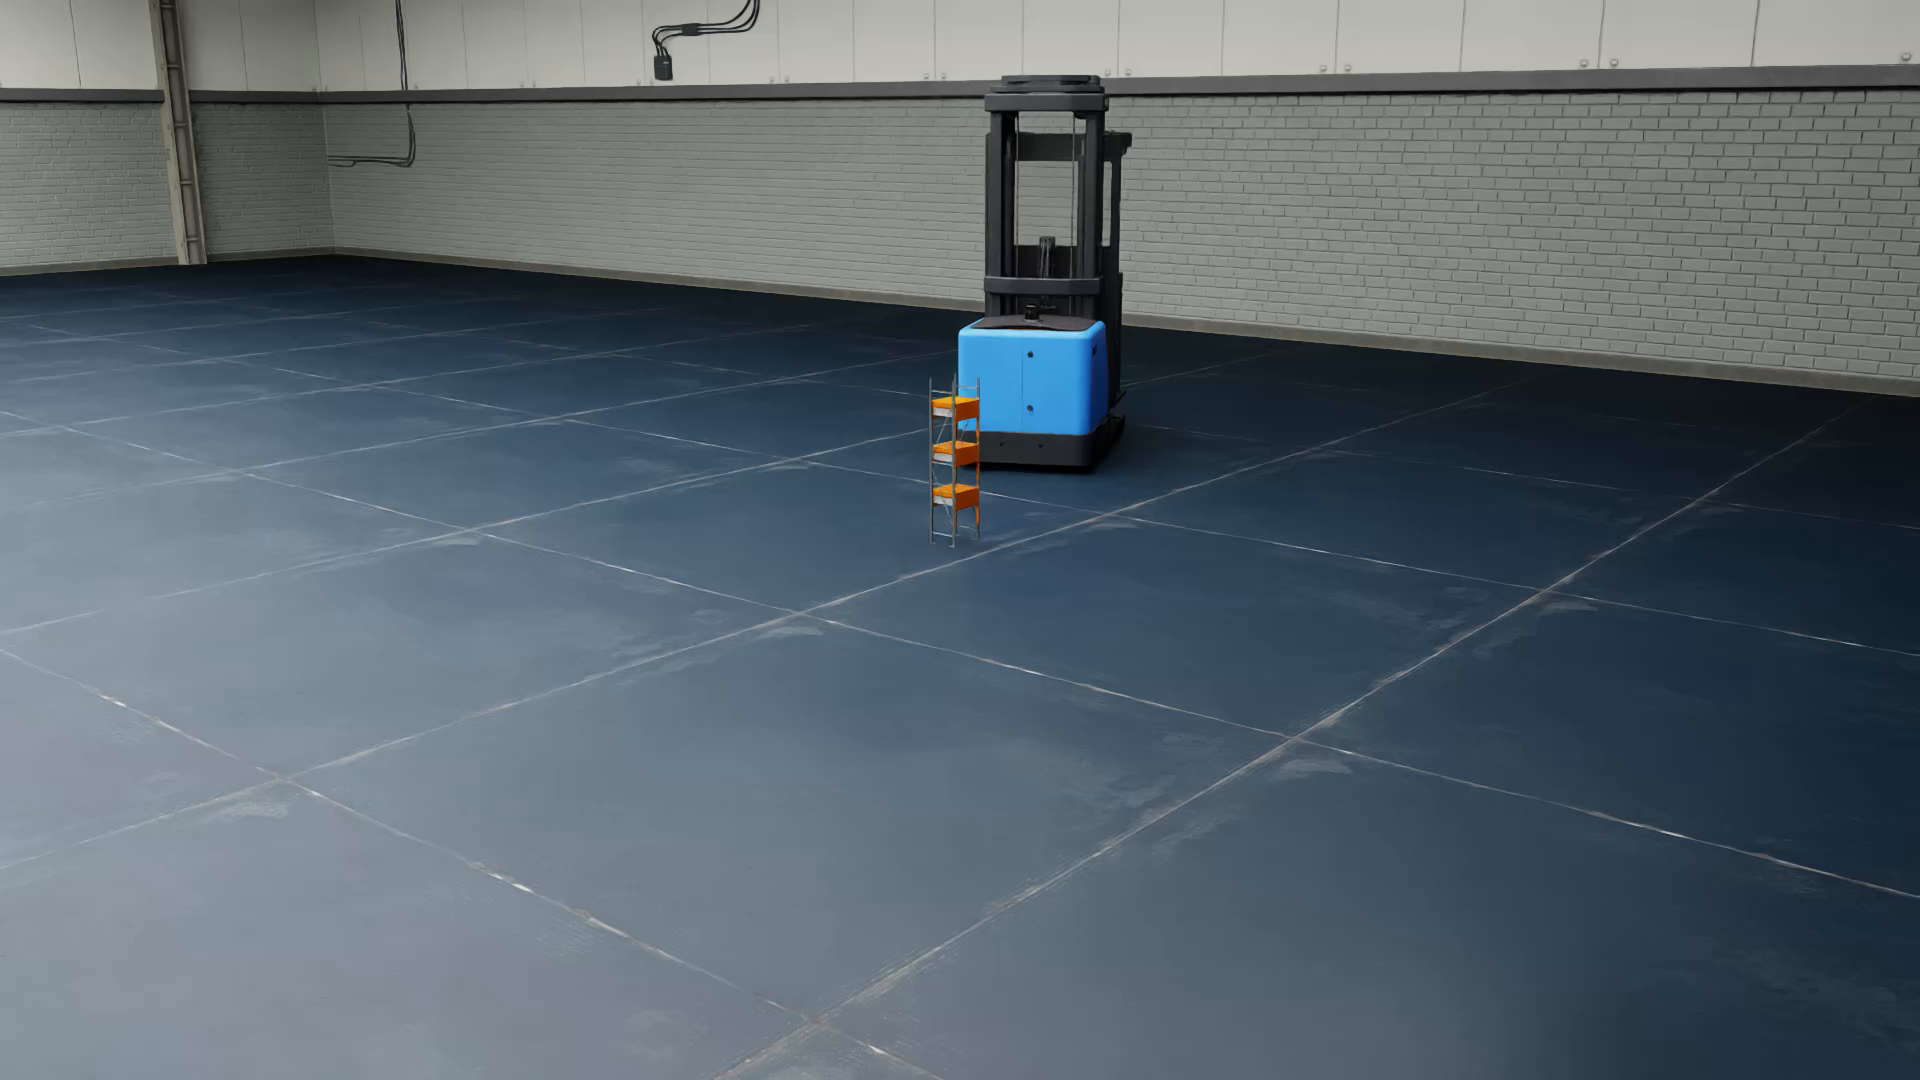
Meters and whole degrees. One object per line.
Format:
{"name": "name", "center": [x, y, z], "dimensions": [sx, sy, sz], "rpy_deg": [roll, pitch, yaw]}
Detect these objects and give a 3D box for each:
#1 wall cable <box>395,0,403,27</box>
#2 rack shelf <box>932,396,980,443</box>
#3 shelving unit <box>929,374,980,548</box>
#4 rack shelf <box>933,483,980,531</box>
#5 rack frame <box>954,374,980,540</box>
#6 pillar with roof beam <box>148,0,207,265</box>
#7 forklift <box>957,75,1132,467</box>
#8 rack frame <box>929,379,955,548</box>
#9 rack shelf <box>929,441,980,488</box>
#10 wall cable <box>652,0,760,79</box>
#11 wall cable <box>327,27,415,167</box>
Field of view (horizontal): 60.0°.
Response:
{"name": "wall cable", "center": [-9.156, -10.333, 29.071], "dimensions": [3.097, 2.526, 0.112], "rpy_deg": [11, 18, 38]}
{"name": "rack shelf", "center": [-0.034, -0.763, 10.386], "dimensions": [0.215, 0.259, 0.240], "rpy_deg": [11, 18, 38]}
{"name": "shelving unit", "center": [-0.034, -0.499, 10.453], "dimensions": [0.215, 1.050, 0.252], "rpy_deg": [11, 18, 38]}
{"name": "rack shelf", "center": [-0.034, -0.219, 10.524], "dimensions": [0.215, 0.259, 0.240], "rpy_deg": [11, 18, 38]}
{"name": "rack frame", "center": [0.043, -0.522, 10.545], "dimensions": [0.200, 1.050, 0.008], "rpy_deg": [11, 18, 38]}
{"name": "pillar with roof beam", "center": [-10.791, -8.783, 26.921], "dimensions": [9.100, 9.000, 0.400], "rpy_deg": [11, 18, 38]}
{"name": "forklift", "center": [0.797, -2.293, 13.695], "dimensions": [1.130, 2.935, 3.031], "rpy_deg": [3, 15, 12]}
{"name": "rack frame", "center": [-0.110, -0.475, 10.361], "dimensions": [0.200, 1.050, 0.008], "rpy_deg": [11, 18, 38]}
{"name": "rack shelf", "center": [-0.034, -0.488, 10.456], "dimensions": [0.215, 0.259, 0.240], "rpy_deg": [11, 18, 38]}
{"name": "wall cable", "center": [-3.886, -9.985, 24.745], "dimensions": [2.305, 6.003, 0.169], "rpy_deg": [11, 18, 38]}
{"name": "wall cable", "center": [-11.260, -8.304, 31.341], "dimensions": [3.097, 2.526, 0.112], "rpy_deg": [11, 18, 38]}
